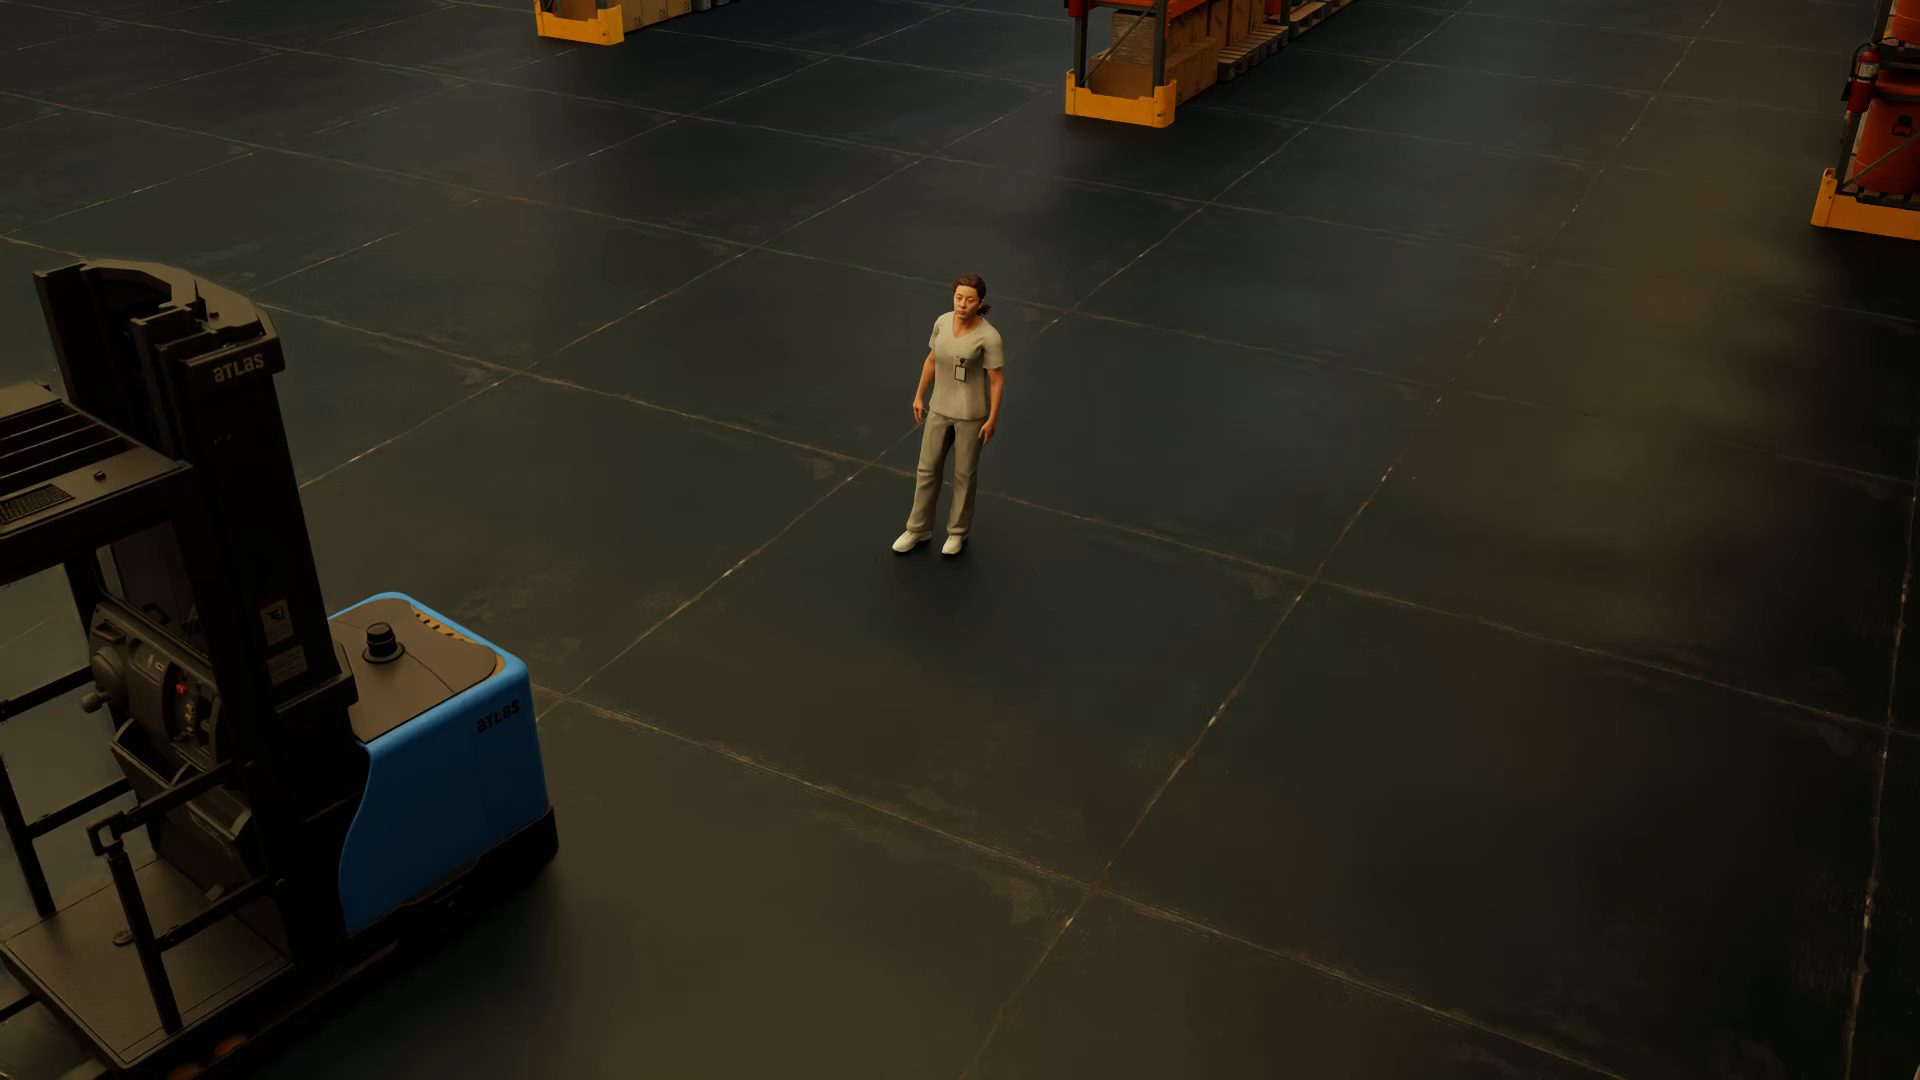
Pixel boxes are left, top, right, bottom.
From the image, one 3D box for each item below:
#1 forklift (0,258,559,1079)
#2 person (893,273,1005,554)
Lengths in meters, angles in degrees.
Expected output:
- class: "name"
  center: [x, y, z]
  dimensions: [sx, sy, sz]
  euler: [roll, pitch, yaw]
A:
- class: "forklift"
  center: [-3.122, 0.593, 6.044]
  dimensions: [1.130, 2.935, 3.031]
  euler: [22, 37, 33]
- class: "person"
  center: [-0.048, -0.703, 9.530]
  dimensions: [0.549, 1.673, 0.548]
  euler: [15, 33, 25]
